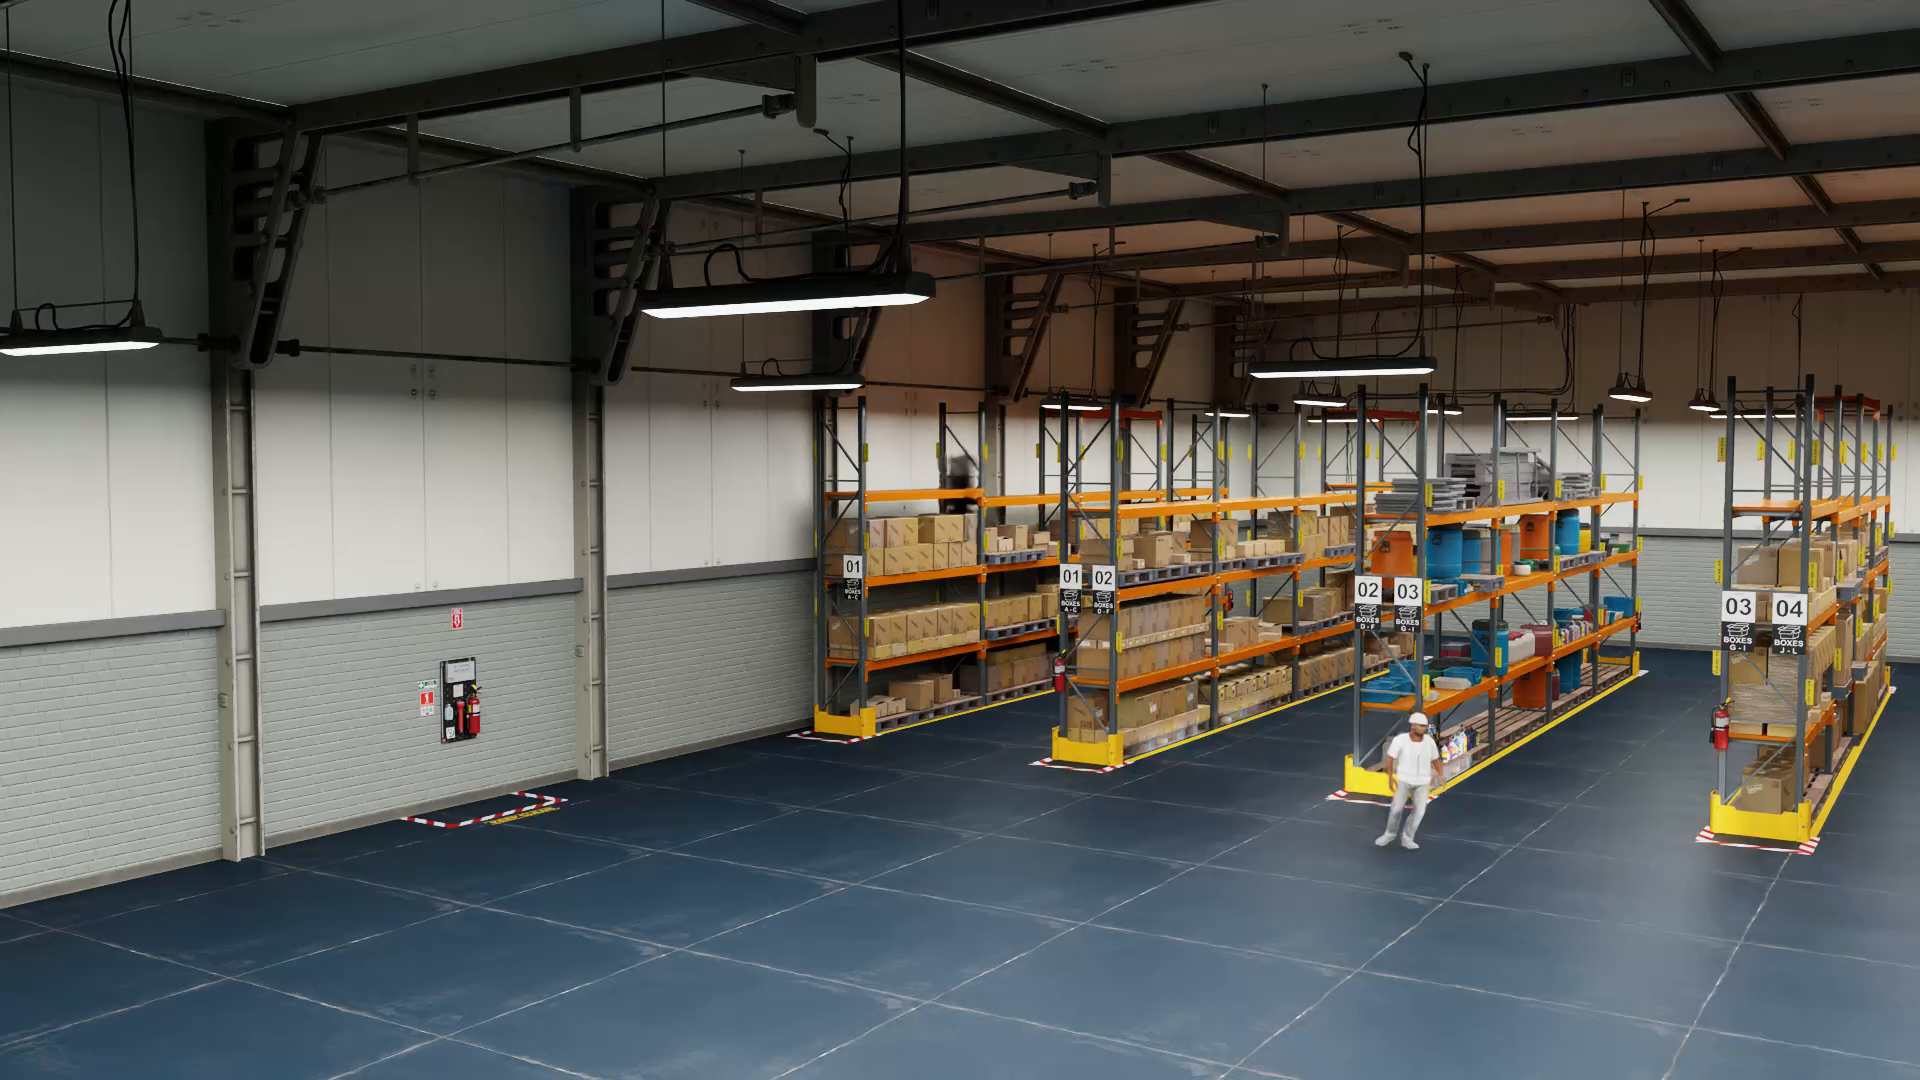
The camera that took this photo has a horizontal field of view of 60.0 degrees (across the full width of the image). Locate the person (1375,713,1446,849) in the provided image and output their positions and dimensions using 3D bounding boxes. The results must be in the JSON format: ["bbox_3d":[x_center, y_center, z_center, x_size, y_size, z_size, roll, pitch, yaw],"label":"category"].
[{"bbox_3d":[5.658,3.036,20.883,0.792,1.734,0.581,0,3,-6],"label":"person"}]
